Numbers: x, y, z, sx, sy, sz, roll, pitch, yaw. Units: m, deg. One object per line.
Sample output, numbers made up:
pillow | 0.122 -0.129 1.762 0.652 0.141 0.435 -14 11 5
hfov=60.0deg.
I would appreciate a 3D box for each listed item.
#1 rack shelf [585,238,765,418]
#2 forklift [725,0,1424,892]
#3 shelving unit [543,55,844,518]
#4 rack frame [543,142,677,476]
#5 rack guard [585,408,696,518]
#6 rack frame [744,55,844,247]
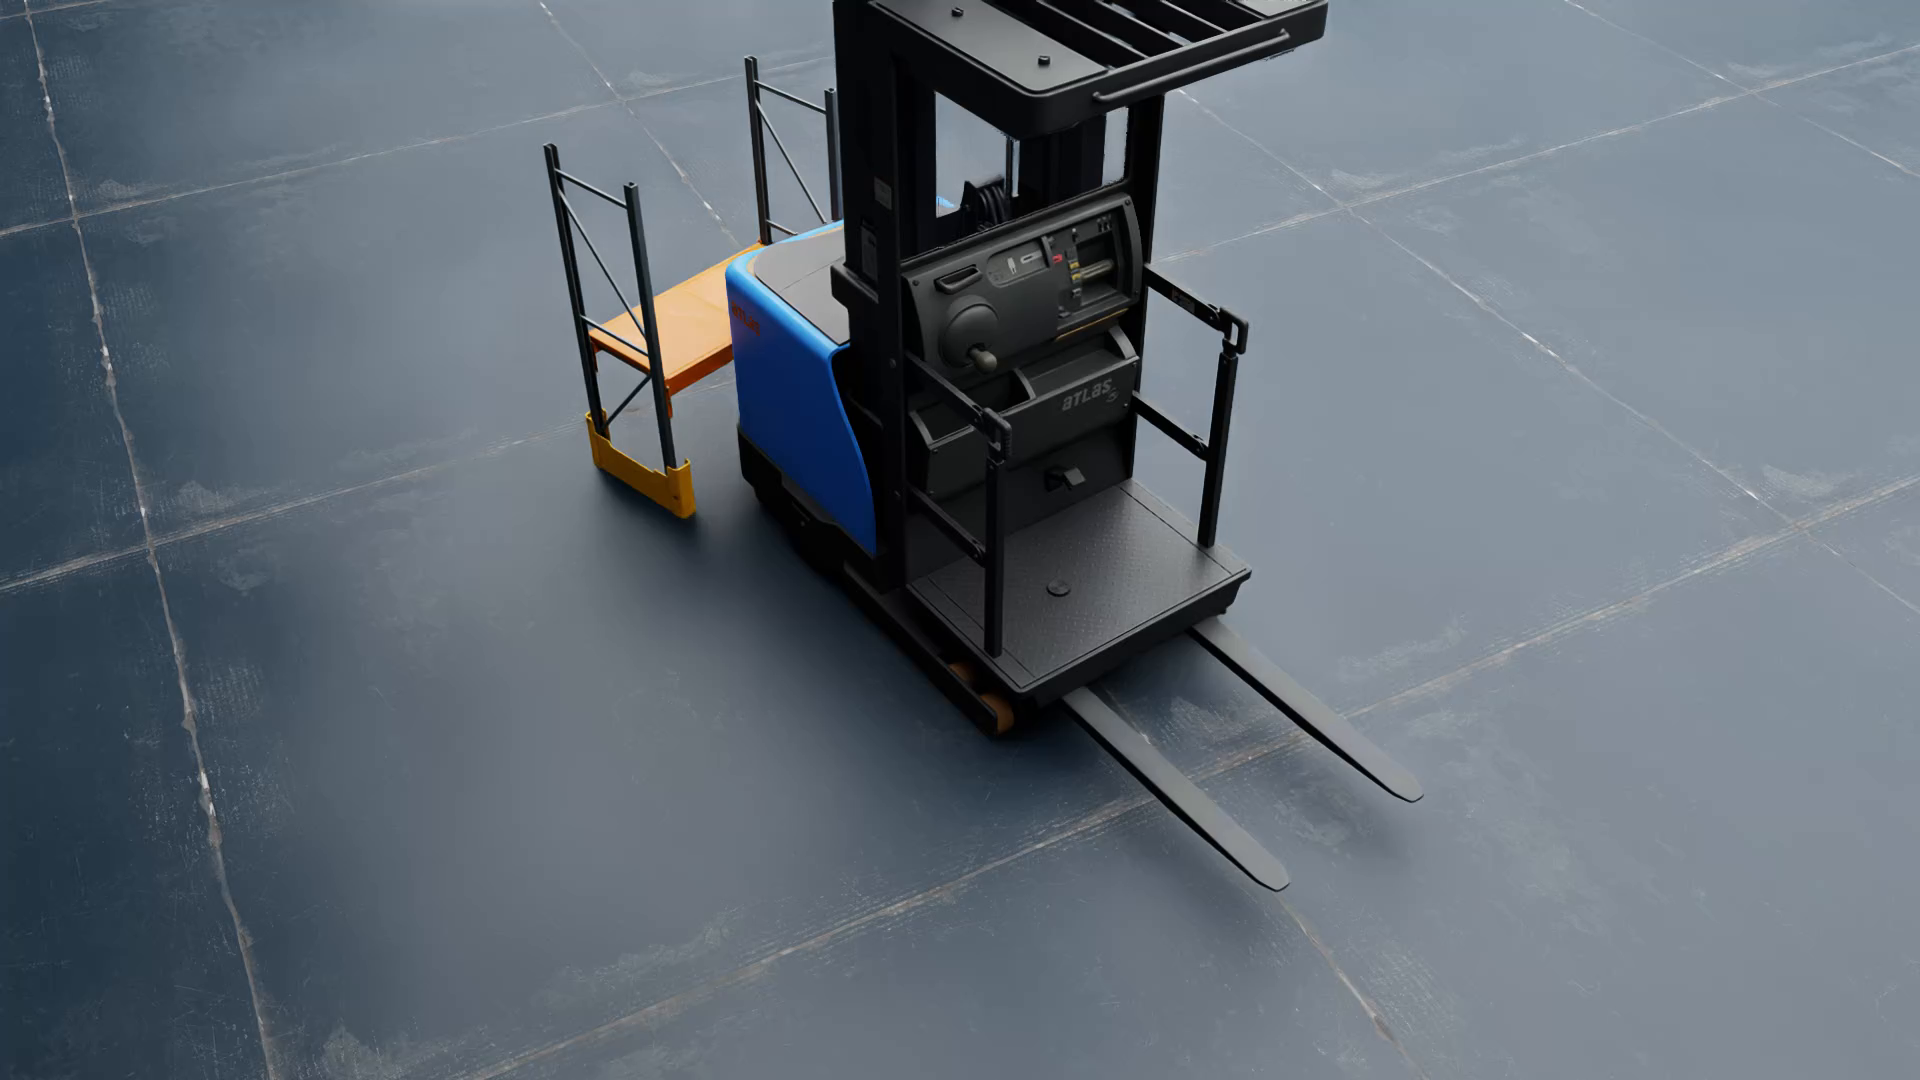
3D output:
rack shelf | -1.012 -0.903 6.934 0.538 0.185 1.000 29 48 30
forklift | 0.356 -0.782 5.405 1.130 2.935 3.031 -25 46 -27
shelving unit | -1.006 -1.044 6.823 0.587 1.500 1.083 29 48 30
rack frame | -1.347 -0.793 6.526 0.500 1.500 0.032 29 48 30
rack guard | -1.334 -0.325 6.941 0.587 0.250 0.087 29 48 30
rack frame | -0.677 -1.287 7.110 0.500 1.500 0.032 29 48 30
